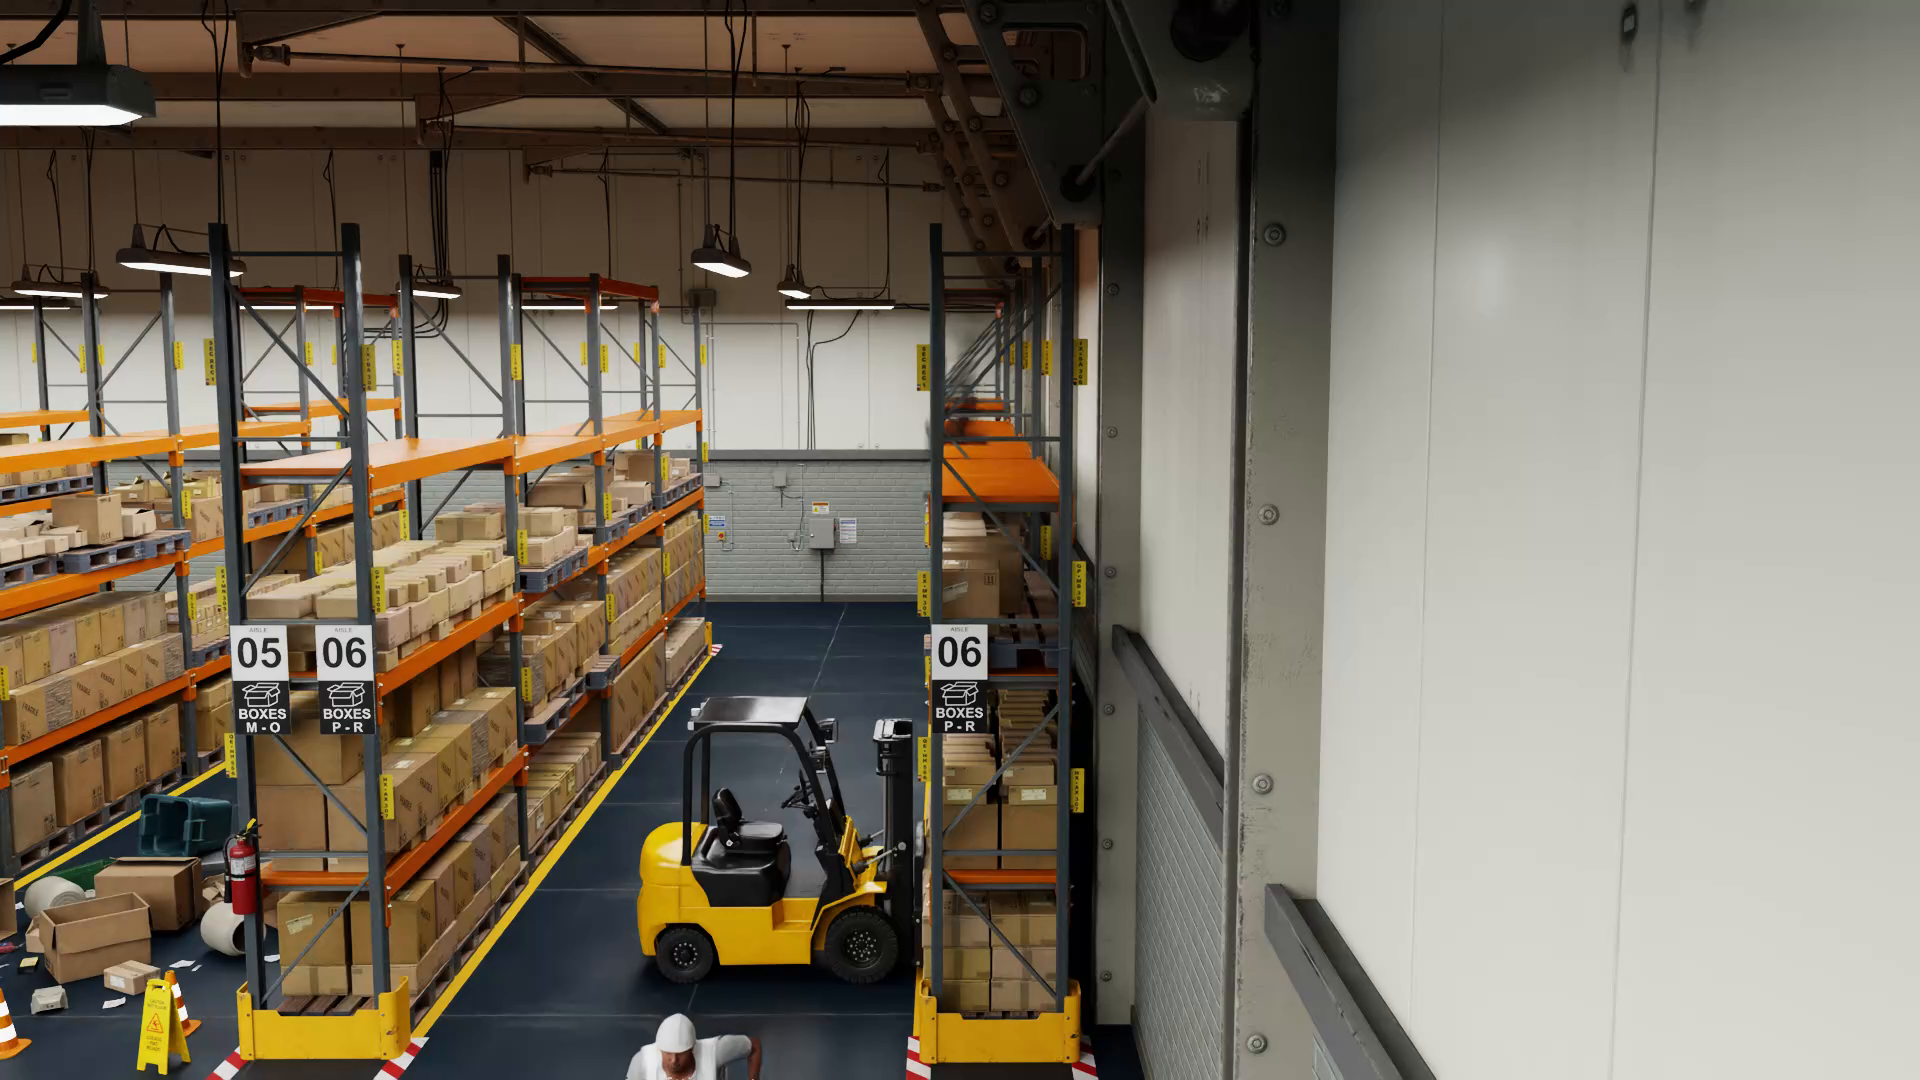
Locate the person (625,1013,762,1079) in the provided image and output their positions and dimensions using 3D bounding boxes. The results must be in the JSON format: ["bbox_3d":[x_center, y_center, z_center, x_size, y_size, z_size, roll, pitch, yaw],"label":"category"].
[{"bbox_3d":[-1.447,3.304,9.149,0.729,1.721,1.021,0,7,3],"label":"person"}]
